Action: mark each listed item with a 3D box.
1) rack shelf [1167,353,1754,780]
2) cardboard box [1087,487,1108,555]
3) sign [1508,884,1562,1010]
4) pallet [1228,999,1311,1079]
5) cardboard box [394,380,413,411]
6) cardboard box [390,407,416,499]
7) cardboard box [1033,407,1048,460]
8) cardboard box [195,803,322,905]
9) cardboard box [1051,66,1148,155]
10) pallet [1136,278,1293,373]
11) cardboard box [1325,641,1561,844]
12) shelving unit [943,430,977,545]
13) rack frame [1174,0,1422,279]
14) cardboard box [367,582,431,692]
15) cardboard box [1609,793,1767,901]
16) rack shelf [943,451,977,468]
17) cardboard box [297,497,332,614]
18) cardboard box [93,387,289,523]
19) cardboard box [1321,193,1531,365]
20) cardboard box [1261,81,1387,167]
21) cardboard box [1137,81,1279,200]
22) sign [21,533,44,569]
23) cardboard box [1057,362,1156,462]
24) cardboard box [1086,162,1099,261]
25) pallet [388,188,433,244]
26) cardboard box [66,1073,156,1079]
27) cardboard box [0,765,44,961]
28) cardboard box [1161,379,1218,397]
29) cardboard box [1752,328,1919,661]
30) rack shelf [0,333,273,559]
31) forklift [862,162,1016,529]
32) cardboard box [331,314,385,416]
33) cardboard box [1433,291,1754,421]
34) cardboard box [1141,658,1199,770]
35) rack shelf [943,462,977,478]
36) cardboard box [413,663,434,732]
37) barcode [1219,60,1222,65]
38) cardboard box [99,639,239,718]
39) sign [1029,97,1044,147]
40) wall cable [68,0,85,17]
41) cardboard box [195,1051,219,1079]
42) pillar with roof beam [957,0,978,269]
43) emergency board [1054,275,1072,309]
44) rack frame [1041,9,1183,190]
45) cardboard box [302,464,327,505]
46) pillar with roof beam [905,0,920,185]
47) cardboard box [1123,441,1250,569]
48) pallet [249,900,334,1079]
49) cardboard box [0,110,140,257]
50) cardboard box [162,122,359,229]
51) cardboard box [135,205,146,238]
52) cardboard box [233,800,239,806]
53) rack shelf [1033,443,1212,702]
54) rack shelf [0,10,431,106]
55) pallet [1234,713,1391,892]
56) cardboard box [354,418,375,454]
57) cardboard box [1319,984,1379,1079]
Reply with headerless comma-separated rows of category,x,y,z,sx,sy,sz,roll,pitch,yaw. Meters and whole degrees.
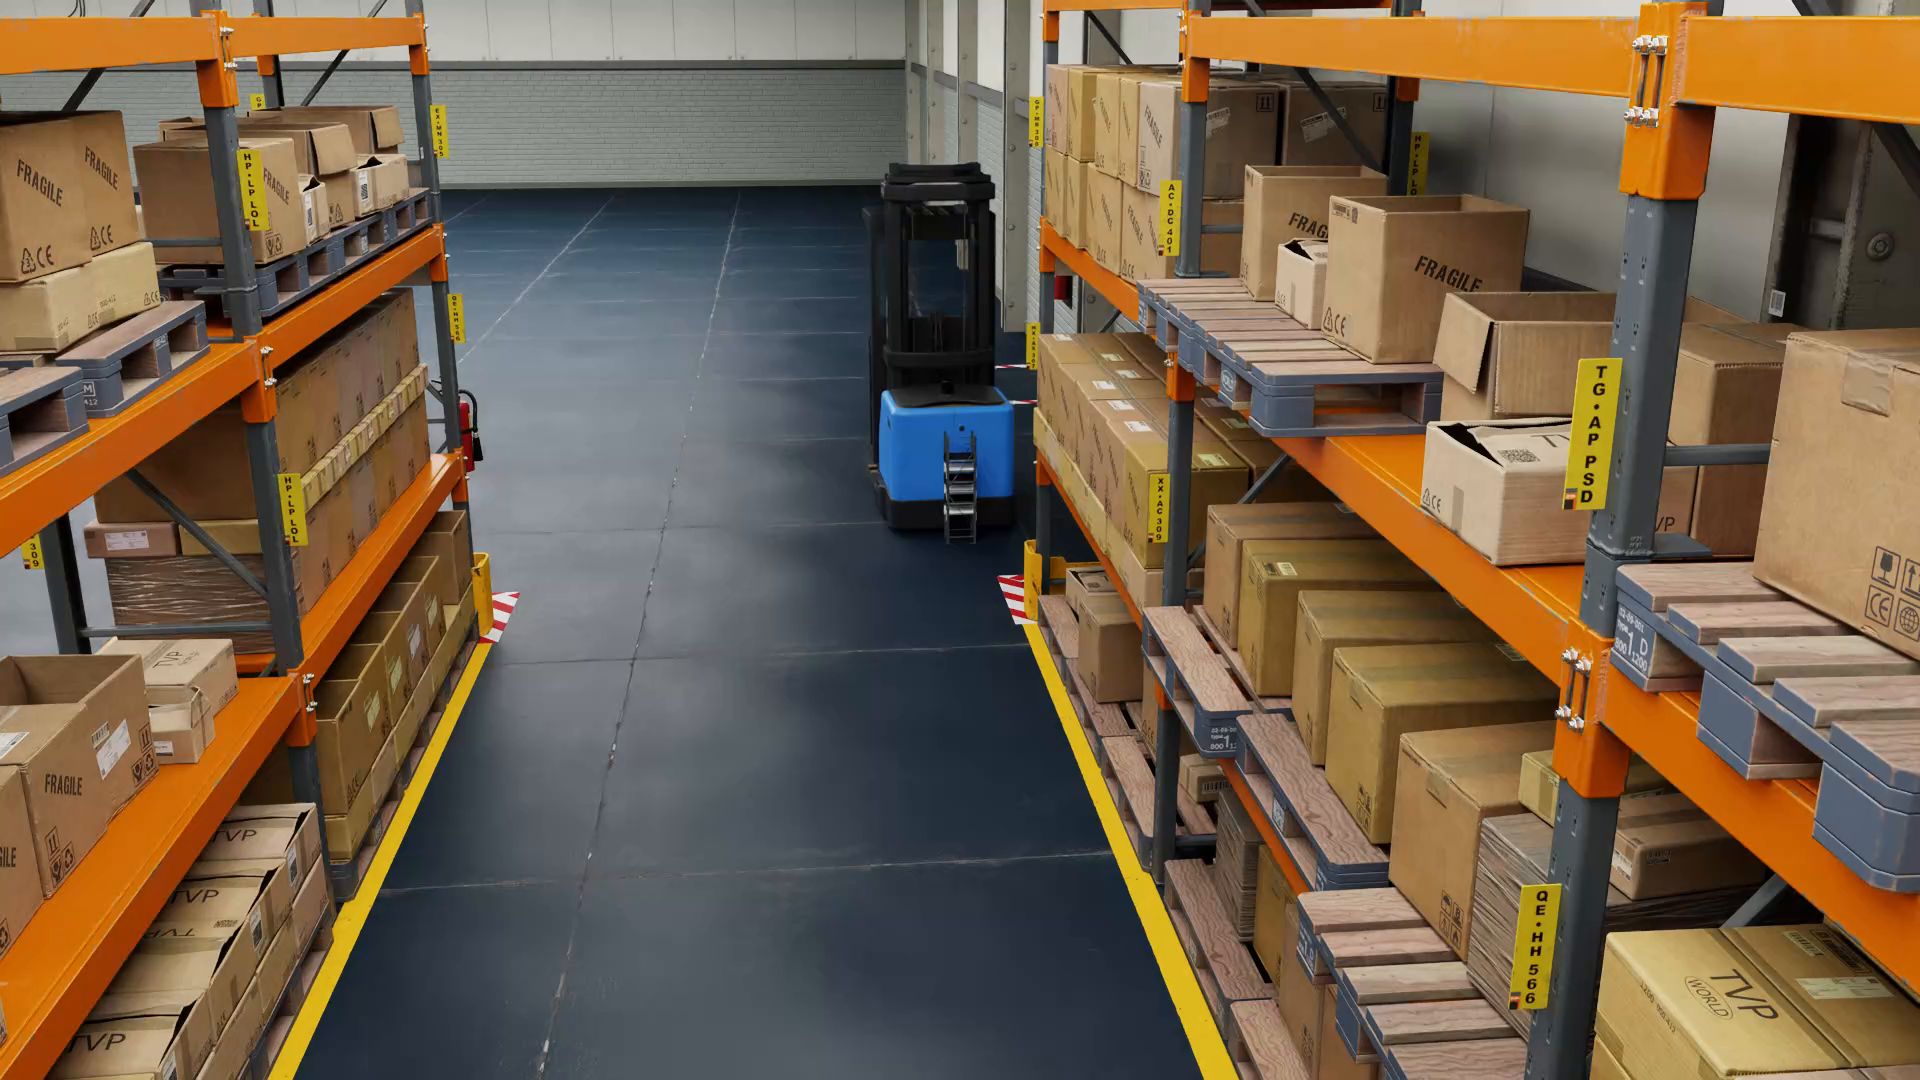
rack shelf,1.668,-0.243,5.637,1.077,0.370,4.000,-2,18,-6
cardboard box,1.001,-0.119,9.265,0.500,0.250,0.500,-2,18,-6
sign,1.336,0.946,3.857,0.100,0.325,0.005,-2,18,-6
pallet,1.673,2.176,6.395,1.003,0.211,1.213,-2,18,-6
cardboard box,-3.594,-0.884,10.235,0.380,0.149,0.250,-2,18,-6
cardboard box,-3.783,-0.541,10.224,0.700,0.500,0.500,-1,17,-4
cardboard box,0.784,-0.726,11.198,0.500,0.250,0.500,-2,18,-7
cardboard box,-3.138,1.359,7.294,0.500,0.311,0.500,-2,18,-6
cardboard box,0.849,-2.635,10.185,0.500,0.500,0.500,-2,18,-6
pallet,1.420,-0.905,6.859,1.213,0.211,1.003,-2,18,-6
cardboard box,1.666,0.673,5.625,0.700,0.500,0.500,-2,18,-6
shelving unit,0.001,-0.427,13.535,0.258,0.900,0.210,-2,18,-6
rack frame,1.462,-2.613,6.978,1.000,3.000,0.127,-2,18,-6
cardboard box,-3.358,0.562,9.516,0.500,0.500,0.500,-2,18,-6
cardboard box,1.809,0.772,4.227,0.380,0.149,0.250,-4,18,-13
rack shelf,0.001,-0.653,13.464,0.258,0.077,0.200,-2,18,-6
cardboard box,-3.578,0.066,8.291,0.700,0.500,0.500,-2,18,-6
cardboard box,-3.517,-0.396,7.597,0.700,0.500,0.500,-2,18,-5
cardboard box,1.566,-0.898,5.652,0.500,0.500,0.500,-2,18,-8
cardboard box,1.696,-1.871,7.753,0.500,0.500,0.500,-1,17,-4
cardboard box,1.141,-1.857,7.708,0.500,0.500,0.500,-3,18,-10
sign,-4.017,-0.030,7.188,0.100,0.325,0.005,-2,18,-6
cardboard box,0.888,-0.785,10.136,0.500,0.500,0.500,-2,18,-7
cardboard box,0.989,-1.849,9.351,0.500,0.500,0.500,-1,17,-2
pallet,-3.830,-1.966,10.072,1.003,0.211,1.213,-2,18,-6
cardboard box,-2.927,1.965,5.362,0.500,0.311,0.500,-2,18,-7
cardboard box,-3.242,1.048,5.165,0.500,0.500,0.500,-3,18,-9
cardboard box,1.461,-0.651,9.707,0.500,0.500,0.500,-2,17,-5
cardboard box,1.981,-0.108,3.105,0.700,0.500,0.500,-3,18,-10
rack shelf,-3.259,-0.089,5.146,1.077,0.370,4.000,-2,18,-6
forklift,-0.273,-1.885,14.788,1.130,2.935,3.031,-3,18,-8
cardboard box,-3.724,-0.993,9.501,0.700,0.500,0.500,-2,18,-5
cardboard box,1.833,-0.438,4.852,0.797,0.503,0.637,1,17,2
cardboard box,1.315,0.924,9.166,0.500,0.500,0.500,-3,18,-10
rack shelf,0.001,-0.567,13.491,0.258,0.077,0.200,-2,18,-6
cardboard box,-3.362,0.920,9.628,0.500,0.250,0.500,-2,18,-6
barcode,1.620,-2.989,10.344,0.001,0.075,0.075,-2,18,-6
cardboard box,-3.371,0.620,6.945,0.500,0.250,0.500,-1,17,-2
sign,0.510,-2.774,11.039,0.100,0.325,0.005,-2,18,-6
wall cable,-21.988,-14.418,38.901,2.305,6.003,0.169,-2,18,-6
cardboard box,-2.979,2.084,5.921,0.500,0.250,0.500,-1,17,-5
pillar with roof beam,-4.156,-8.853,26.853,9.100,9.000,0.400,-2,18,-6
emergency board,1.146,-3.286,19.136,0.194,1.169,0.643,-2,18,-6
rack frame,1.050,-3.805,10.774,1.000,3.000,0.127,-2,18,-6
cardboard box,-3.383,-0.270,8.279,0.380,0.149,0.250,-2,18,-6
pillar with roof beam,-5.394,-12.428,38.241,9.100,9.000,0.400,-2,18,-6
cardboard box,1.106,-0.178,8.202,0.500,0.500,0.500,-2,18,-6
pallet,-3.350,1.952,7.108,1.003,0.211,1.213,-2,18,-6
cardboard box,-3.440,-1.330,6.194,0.500,0.500,0.500,-2,17,-5
cardboard box,-3.509,-1.839,8.412,0.797,0.503,0.637,0,17,0
cardboard box,-3.861,-1.526,8.008,0.380,0.149,0.250,-2,18,-6
cardboard box,-3.730,1.383,8.153,0.500,0.250,0.500,-2,18,-6
rack shelf,1.256,-0.004,9.882,1.077,0.370,4.000,-2,18,-6
rack shelf,-3.671,-2.521,8.553,1.077,0.370,4.000,-2,18,-6
pallet,1.630,0.944,5.984,1.003,0.211,1.213,-2,18,-6
cardboard box,-3.486,-0.576,9.254,0.380,0.149,0.250,-2,18,-6
cardboard box,1.732,1.906,6.036,0.700,0.500,0.500,-2,18,-6
